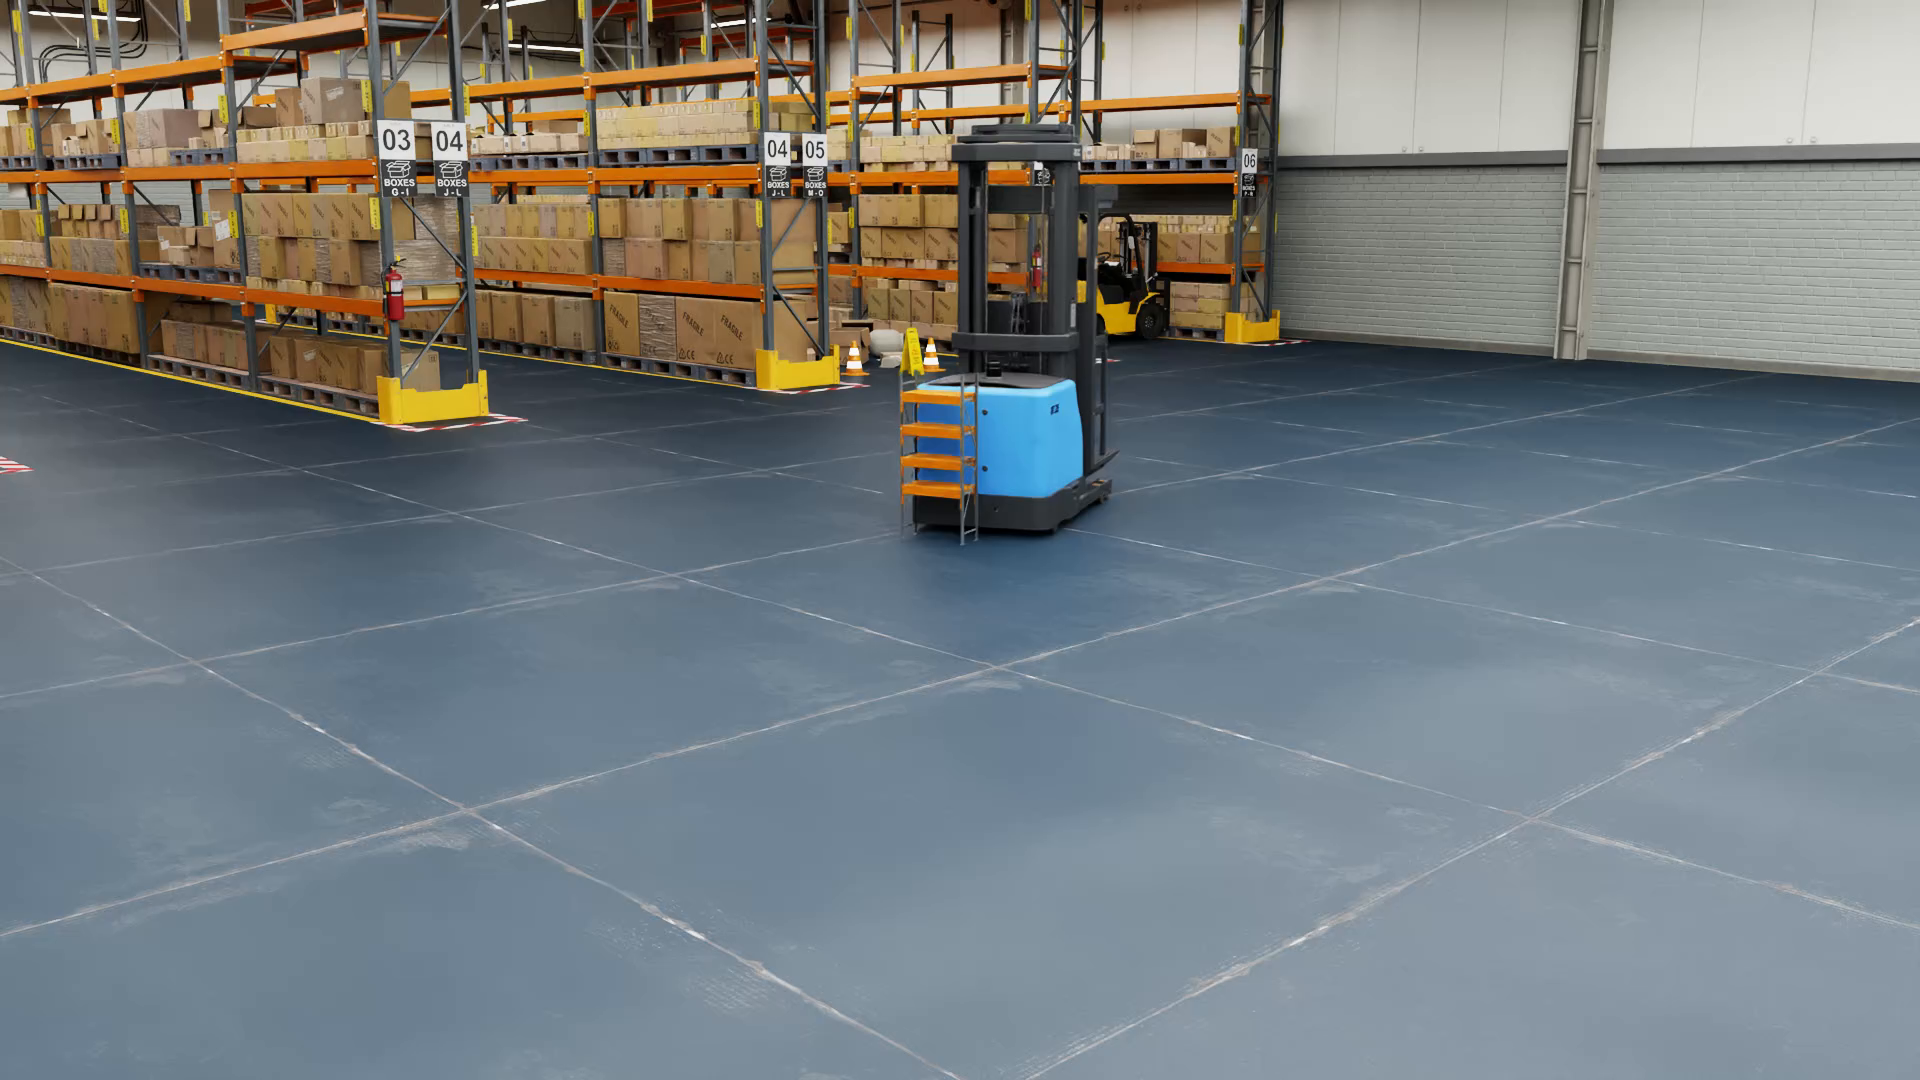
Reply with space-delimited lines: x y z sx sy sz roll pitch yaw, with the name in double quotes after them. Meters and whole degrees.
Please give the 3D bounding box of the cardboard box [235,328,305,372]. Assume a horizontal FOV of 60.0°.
-8.947 -2.476 21.600 0.500 0.500 0.700 10 15 41 "cardboard box"

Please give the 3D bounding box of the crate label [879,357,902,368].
-0.994 -2.572 24.057 0.298 0.136 0.250 3 12 16 "crate label"

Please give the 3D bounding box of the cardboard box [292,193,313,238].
-7.367 -3.758 19.257 0.500 0.500 0.500 -11 16 -43 "cardboard box"

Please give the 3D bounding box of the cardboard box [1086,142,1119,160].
2.615 -6.990 29.905 0.500 0.311 0.500 -10 16 -41 "cardboard box"

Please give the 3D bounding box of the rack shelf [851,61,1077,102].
0.011 -7.066 25.697 1.077 0.370 4.000 -11 16 -43 "rack shelf"

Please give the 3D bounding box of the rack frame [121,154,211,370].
-11.300 -3.976 23.776 1.000 3.000 0.127 -11 16 -43 "rack frame"

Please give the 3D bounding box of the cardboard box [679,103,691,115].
-3.474 -5.664 21.892 0.380 0.149 0.250 -11 16 -43 "cardboard box"

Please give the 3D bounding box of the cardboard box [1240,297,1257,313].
4.805 -4.083 28.830 0.500 0.250 0.500 -11 16 -42 "cardboard box"

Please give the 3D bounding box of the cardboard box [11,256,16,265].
-15.573 -4.660 27.721 0.380 0.149 0.250 -11 16 -42 "cardboard box"

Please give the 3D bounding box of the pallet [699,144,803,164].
-2.638 -5.017 21.617 1.003 0.211 1.213 -11 16 -43 "pallet"

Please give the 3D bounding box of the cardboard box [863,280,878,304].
-1.694 -5.213 34.934 0.500 0.500 0.500 -10 15 -40 "cardboard box"

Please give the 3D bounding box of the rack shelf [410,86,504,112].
-9.024 -7.334 27.984 1.077 0.370 4.000 -11 16 -43 "rack shelf"

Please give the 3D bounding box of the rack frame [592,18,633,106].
-6.895 -8.879 32.707 1.000 3.000 0.127 -11 16 -43 "rack frame"

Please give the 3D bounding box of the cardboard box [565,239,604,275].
-5.435 -4.157 24.405 0.500 0.500 0.500 -11 16 -43 "cardboard box"

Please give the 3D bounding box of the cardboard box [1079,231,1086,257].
2.334 -5.413 30.505 0.500 0.500 0.500 11 16 44 "cardboard box"

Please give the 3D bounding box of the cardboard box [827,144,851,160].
-1.879 -6.440 27.632 0.500 0.250 0.500 -11 16 -44 "cardboard box"

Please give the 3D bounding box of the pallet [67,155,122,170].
-12.558 -5.602 24.703 1.003 0.211 1.213 -10 15 -40 "pallet"

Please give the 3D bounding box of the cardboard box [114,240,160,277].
-11.820 -4.062 23.948 0.500 0.500 0.500 -10 15 -41 "cardboard box"

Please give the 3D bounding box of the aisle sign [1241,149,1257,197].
4.812 -6.104 27.665 0.394 0.787 0.004 -11 16 -43 "aisle sign"

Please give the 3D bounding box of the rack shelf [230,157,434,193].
-7.157 -4.217 19.296 1.077 0.370 4.000 -11 16 -43 "rack shelf"

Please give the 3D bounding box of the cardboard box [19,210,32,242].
-14.917 -5.103 27.022 0.500 0.500 0.500 -11 16 -42 "cardboard box"

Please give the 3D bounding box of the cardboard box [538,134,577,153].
-5.893 -5.869 24.612 0.500 0.250 0.500 -11 16 -43 "cardboard box"

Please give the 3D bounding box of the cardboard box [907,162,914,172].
-0.621 -5.890 26.257 0.250 0.149 0.380 11 16 43 "cardboard box"

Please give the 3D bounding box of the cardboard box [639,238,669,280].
-3.934 -3.918 23.121 0.875 0.550 0.550 -11 16 -43 "cardboard box"

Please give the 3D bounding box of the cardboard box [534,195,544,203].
-8.572 -7.058 34.404 0.250 0.149 0.380 11 16 44 "cardboard box"

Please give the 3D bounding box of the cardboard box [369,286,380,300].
-6.294 -2.735 18.374 0.380 0.149 0.250 -11 16 -43 "cardboard box"

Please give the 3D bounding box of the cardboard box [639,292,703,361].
-3.872 -3.001 23.269 0.875 0.875 0.875 -11 16 -42 "cardboard box"

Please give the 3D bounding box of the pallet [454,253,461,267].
-8.212 -4.648 27.512 1.213 0.211 1.003 -11 16 -43 "pallet"

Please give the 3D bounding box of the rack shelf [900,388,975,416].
-0.150 -0.975 11.724 0.480 0.148 0.258 6 13 26 "rack shelf"

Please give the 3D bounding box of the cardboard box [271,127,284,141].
-7.810 -4.740 19.435 0.380 0.149 0.250 -11 16 -44 "cardboard box"

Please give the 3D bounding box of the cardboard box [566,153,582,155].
-7.850 -7.907 33.881 0.797 0.503 0.637 -9 15 -38 "cardboard box"

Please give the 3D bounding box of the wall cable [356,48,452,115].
-13.244 -10.358 39.887 2.355 3.000 0.029 -11 16 -43 "wall cable"

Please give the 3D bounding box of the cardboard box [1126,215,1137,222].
3.169 -5.713 29.615 0.380 0.149 0.250 -11 16 -43 "cardboard box"

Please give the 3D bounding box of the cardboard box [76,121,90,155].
-12.727 -5.997 24.854 0.797 0.503 0.637 -11 16 -43 "cardboard box"

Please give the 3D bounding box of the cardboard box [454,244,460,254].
-8.316 -4.743 27.081 0.380 0.149 0.250 -11 16 -42 "cardboard box"

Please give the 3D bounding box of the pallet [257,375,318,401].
-8.049 -1.933 20.772 1.003 0.211 1.213 -11 16 -43 "pallet"

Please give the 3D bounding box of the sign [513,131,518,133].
-7.236 -6.490 27.066 0.100 0.325 0.005 -11 16 -43 "sign"

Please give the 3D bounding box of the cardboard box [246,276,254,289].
-8.607 -3.196 20.612 0.380 0.149 0.250 -11 16 -43 "cardboard box"

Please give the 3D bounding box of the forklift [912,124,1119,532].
0.602 -1.749 13.136 1.130 2.935 3.031 4 12 18 "forklift"

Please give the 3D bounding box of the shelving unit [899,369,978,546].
-0.150 -0.590 11.803 0.503 1.200 0.258 6 13 26 "shelving unit"

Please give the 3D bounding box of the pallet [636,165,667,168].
-5.390 -6.983 31.406 1.003 0.211 1.213 -10 15 -40 "pallet"

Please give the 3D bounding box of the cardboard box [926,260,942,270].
-0.314 -4.339 26.159 0.380 0.149 0.250 -11 16 -43 "cardboard box"

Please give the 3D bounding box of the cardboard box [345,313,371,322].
-10.923 -4.055 30.186 0.380 0.149 0.250 -11 16 -42 "cardboard box"

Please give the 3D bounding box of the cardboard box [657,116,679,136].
-3.697 -5.534 22.249 0.500 0.250 0.500 -11 16 -42 "cardboard box"

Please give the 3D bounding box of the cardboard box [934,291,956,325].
-0.056 -3.647 26.092 0.500 0.500 0.500 11 16 44 "cardboard box"

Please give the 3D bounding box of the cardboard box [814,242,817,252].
-2.299 -4.966 28.164 0.380 0.149 0.250 -11 16 -43 "cardboard box"

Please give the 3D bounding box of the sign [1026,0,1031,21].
0.976 -7.588 23.736 0.100 0.325 0.005 -11 16 -43 "sign"

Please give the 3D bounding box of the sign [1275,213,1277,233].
5.385 -5.421 28.448 0.100 0.325 0.005 -11 16 -43 "sign"

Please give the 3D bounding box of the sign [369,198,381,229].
-6.191 -3.456 17.599 0.100 0.325 0.005 -11 16 -43 "sign"

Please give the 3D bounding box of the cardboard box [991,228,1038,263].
0.818 -4.425 24.970 0.500 0.500 0.500 -11 16 -44 "cardboard box"

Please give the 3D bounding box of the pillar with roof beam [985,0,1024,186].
-2.107 -8.323 30.008 9.100 9.000 0.548 -11 16 -43 "pillar with roof beam"

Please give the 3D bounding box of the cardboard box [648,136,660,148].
-3.995 -5.383 22.508 0.380 0.149 0.250 -11 16 -43 "cardboard box"

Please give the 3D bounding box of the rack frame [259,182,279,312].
-13.168 -5.820 32.727 1.000 3.000 0.127 -11 16 -43 "rack frame"

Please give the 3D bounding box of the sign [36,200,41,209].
-16.423 -5.900 29.660 0.100 0.325 0.005 -11 16 -43 "sign"

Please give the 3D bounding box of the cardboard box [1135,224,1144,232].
3.300 -5.520 29.418 0.380 0.149 0.250 -11 16 -44 "cardboard box"
